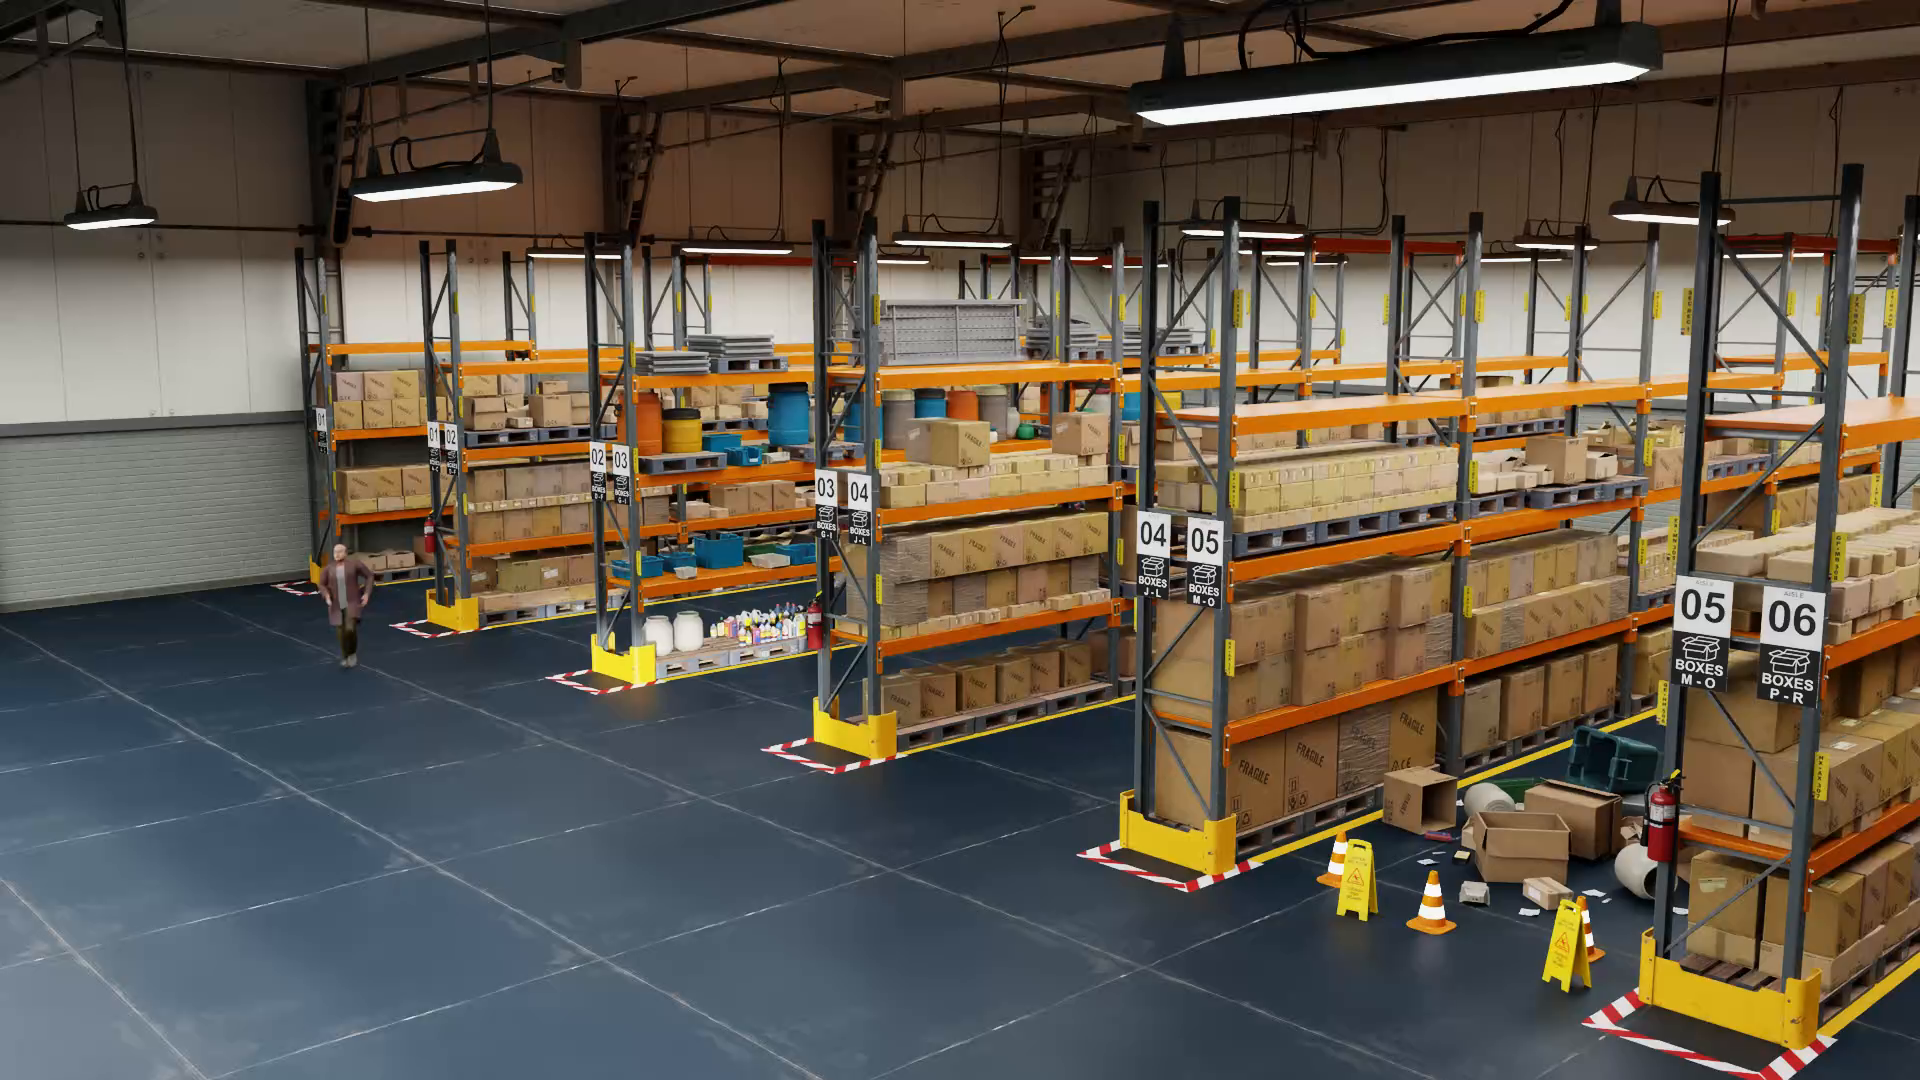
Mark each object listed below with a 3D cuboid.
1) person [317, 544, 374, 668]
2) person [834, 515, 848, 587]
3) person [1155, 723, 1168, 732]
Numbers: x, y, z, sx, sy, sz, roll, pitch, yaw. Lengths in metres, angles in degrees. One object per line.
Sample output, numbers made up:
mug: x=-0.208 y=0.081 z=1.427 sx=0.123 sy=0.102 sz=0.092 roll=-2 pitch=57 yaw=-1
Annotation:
person: x=-8.545 y=0.926 z=23.099 sx=0.722 sy=1.732 sz=0.667 roll=-1 pitch=8 yaw=-7
person: x=-2.171 y=-0.035 z=27.740 sx=0.680 sy=1.835 sz=0.738 roll=6 pitch=10 yaw=36
person: x=2.330 y=1.747 z=18.221 sx=0.537 sy=1.568 sz=0.506 roll=8 pitch=11 yaw=43
